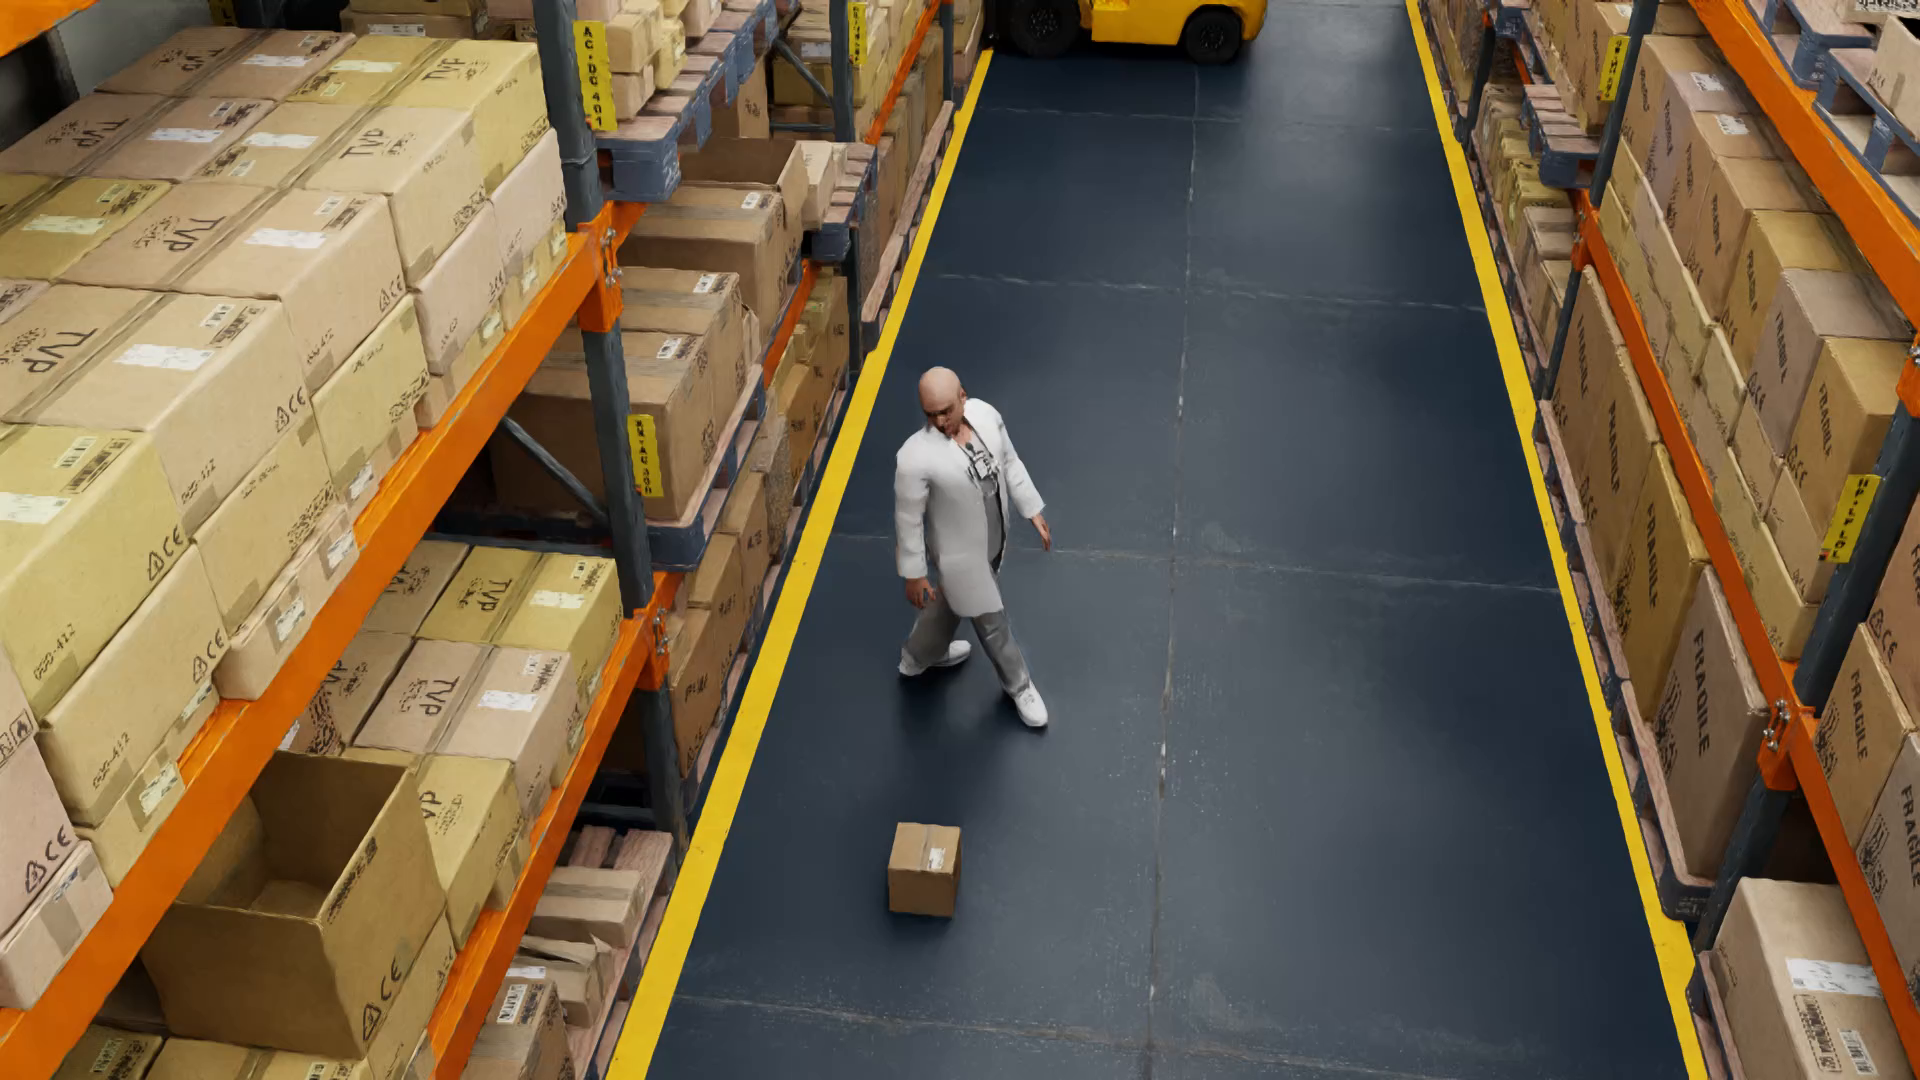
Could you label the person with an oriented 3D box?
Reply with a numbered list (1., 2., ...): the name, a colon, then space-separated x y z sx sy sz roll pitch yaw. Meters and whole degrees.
1. person: 0.050 0.025 7.036 0.763 1.742 0.614 18 39 23
